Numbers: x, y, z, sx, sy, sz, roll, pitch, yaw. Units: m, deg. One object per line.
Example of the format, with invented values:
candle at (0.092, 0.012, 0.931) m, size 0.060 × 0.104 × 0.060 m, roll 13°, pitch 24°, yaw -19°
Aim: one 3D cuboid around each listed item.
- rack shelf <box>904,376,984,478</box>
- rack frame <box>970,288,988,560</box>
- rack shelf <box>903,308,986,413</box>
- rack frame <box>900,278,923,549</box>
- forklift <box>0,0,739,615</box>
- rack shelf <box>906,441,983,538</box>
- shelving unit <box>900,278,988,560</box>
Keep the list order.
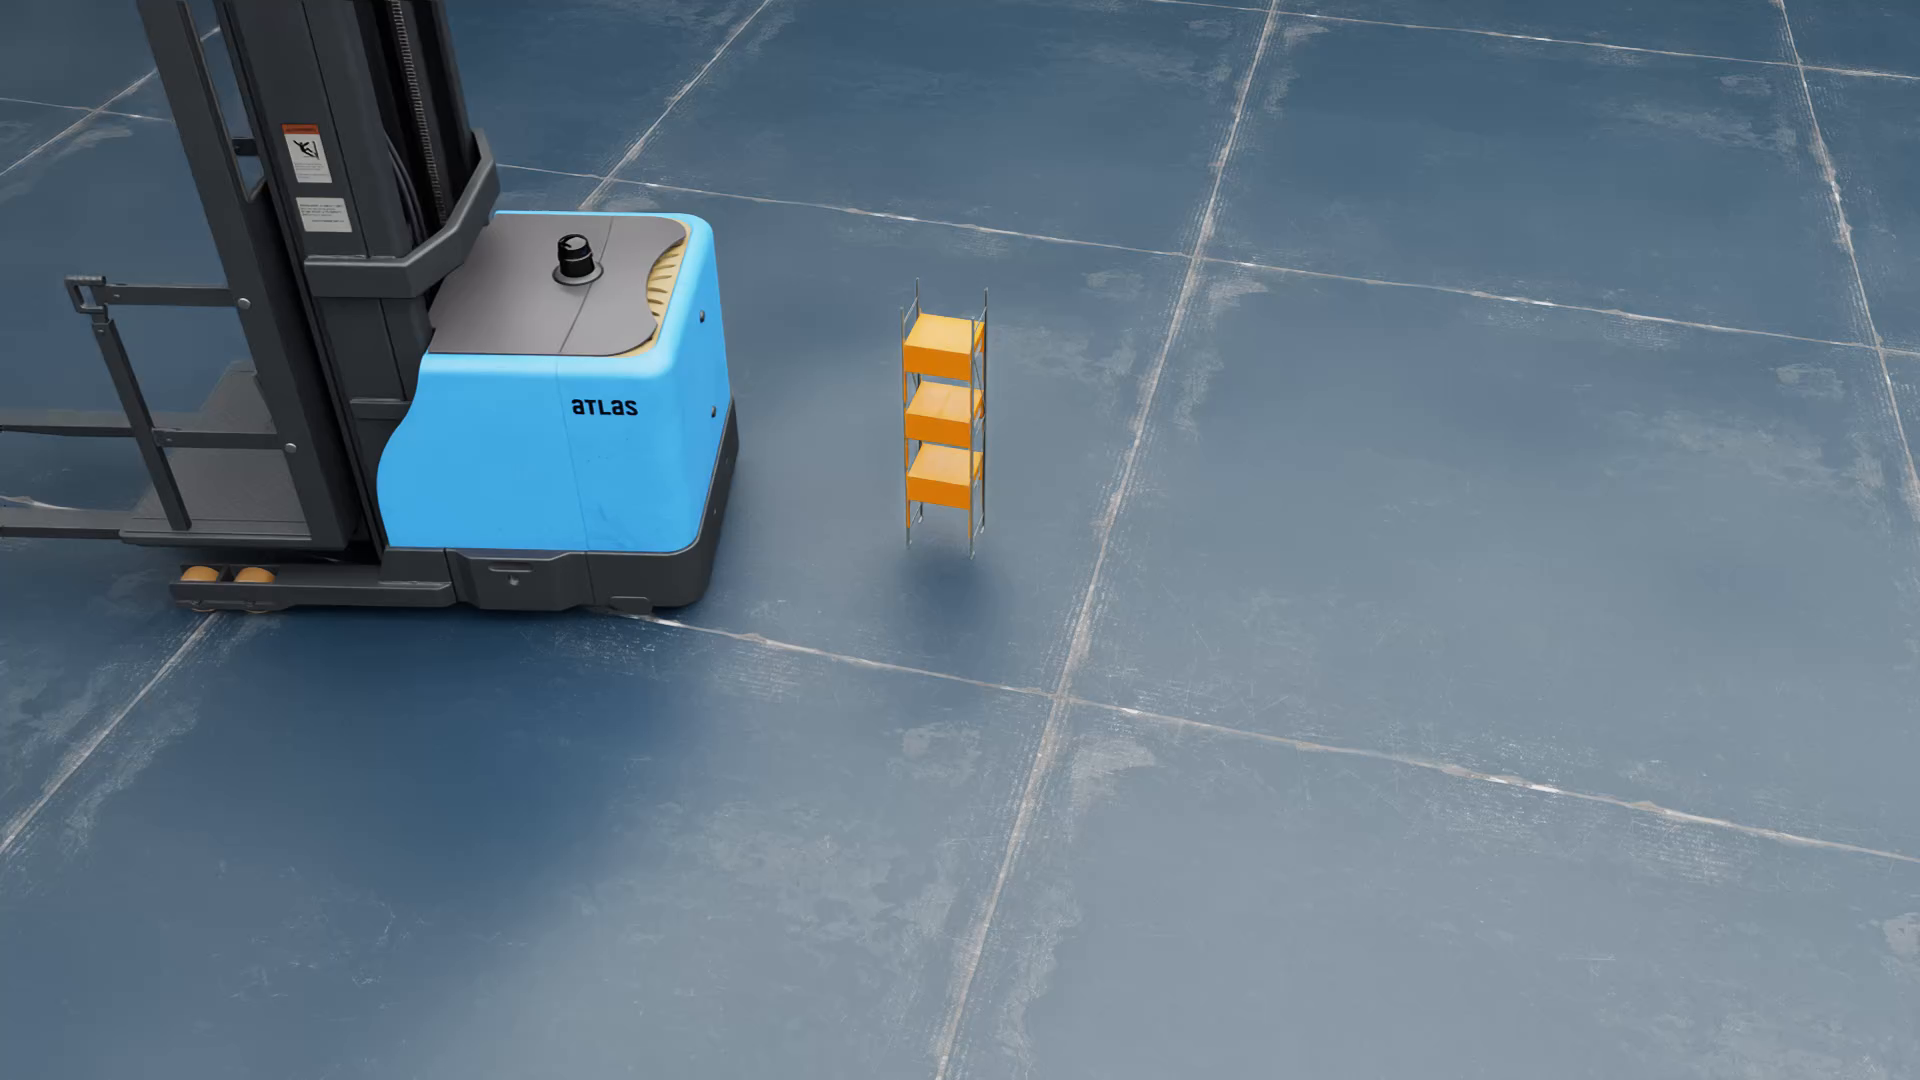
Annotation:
rack shelf at (-0.052, -0.403, 5.930) m, size 0.240 × 0.259 × 0.215 m, roll 10°, pitch 41°, yaw 11°
rack frame at (0.066, -0.391, 5.899) m, size 0.008 × 1.050 × 0.200 m, roll 10°, pitch 41°, yaw 11°
rack shelf at (-0.052, -0.620, 5.747) m, size 0.240 × 0.259 × 0.215 m, roll 10°, pitch 41°, yaw 11°
rack frame at (-0.170, -0.431, 5.947) m, size 0.008 × 1.050 × 0.200 m, roll 10°, pitch 41°, yaw 11°
forklift at (-2.403, -1.200, 5.400) m, size 3.031 × 2.935 × 1.130 m, roll 1°, pitch 40°, yaw 1°
rack shelf at (-0.052, -0.190, 6.109) m, size 0.240 × 0.259 × 0.215 m, roll 10°, pitch 41°, yaw 11°
shelving unit at (-0.052, -0.411, 5.923) m, size 0.252 × 1.050 × 0.215 m, roll 10°, pitch 41°, yaw 11°
